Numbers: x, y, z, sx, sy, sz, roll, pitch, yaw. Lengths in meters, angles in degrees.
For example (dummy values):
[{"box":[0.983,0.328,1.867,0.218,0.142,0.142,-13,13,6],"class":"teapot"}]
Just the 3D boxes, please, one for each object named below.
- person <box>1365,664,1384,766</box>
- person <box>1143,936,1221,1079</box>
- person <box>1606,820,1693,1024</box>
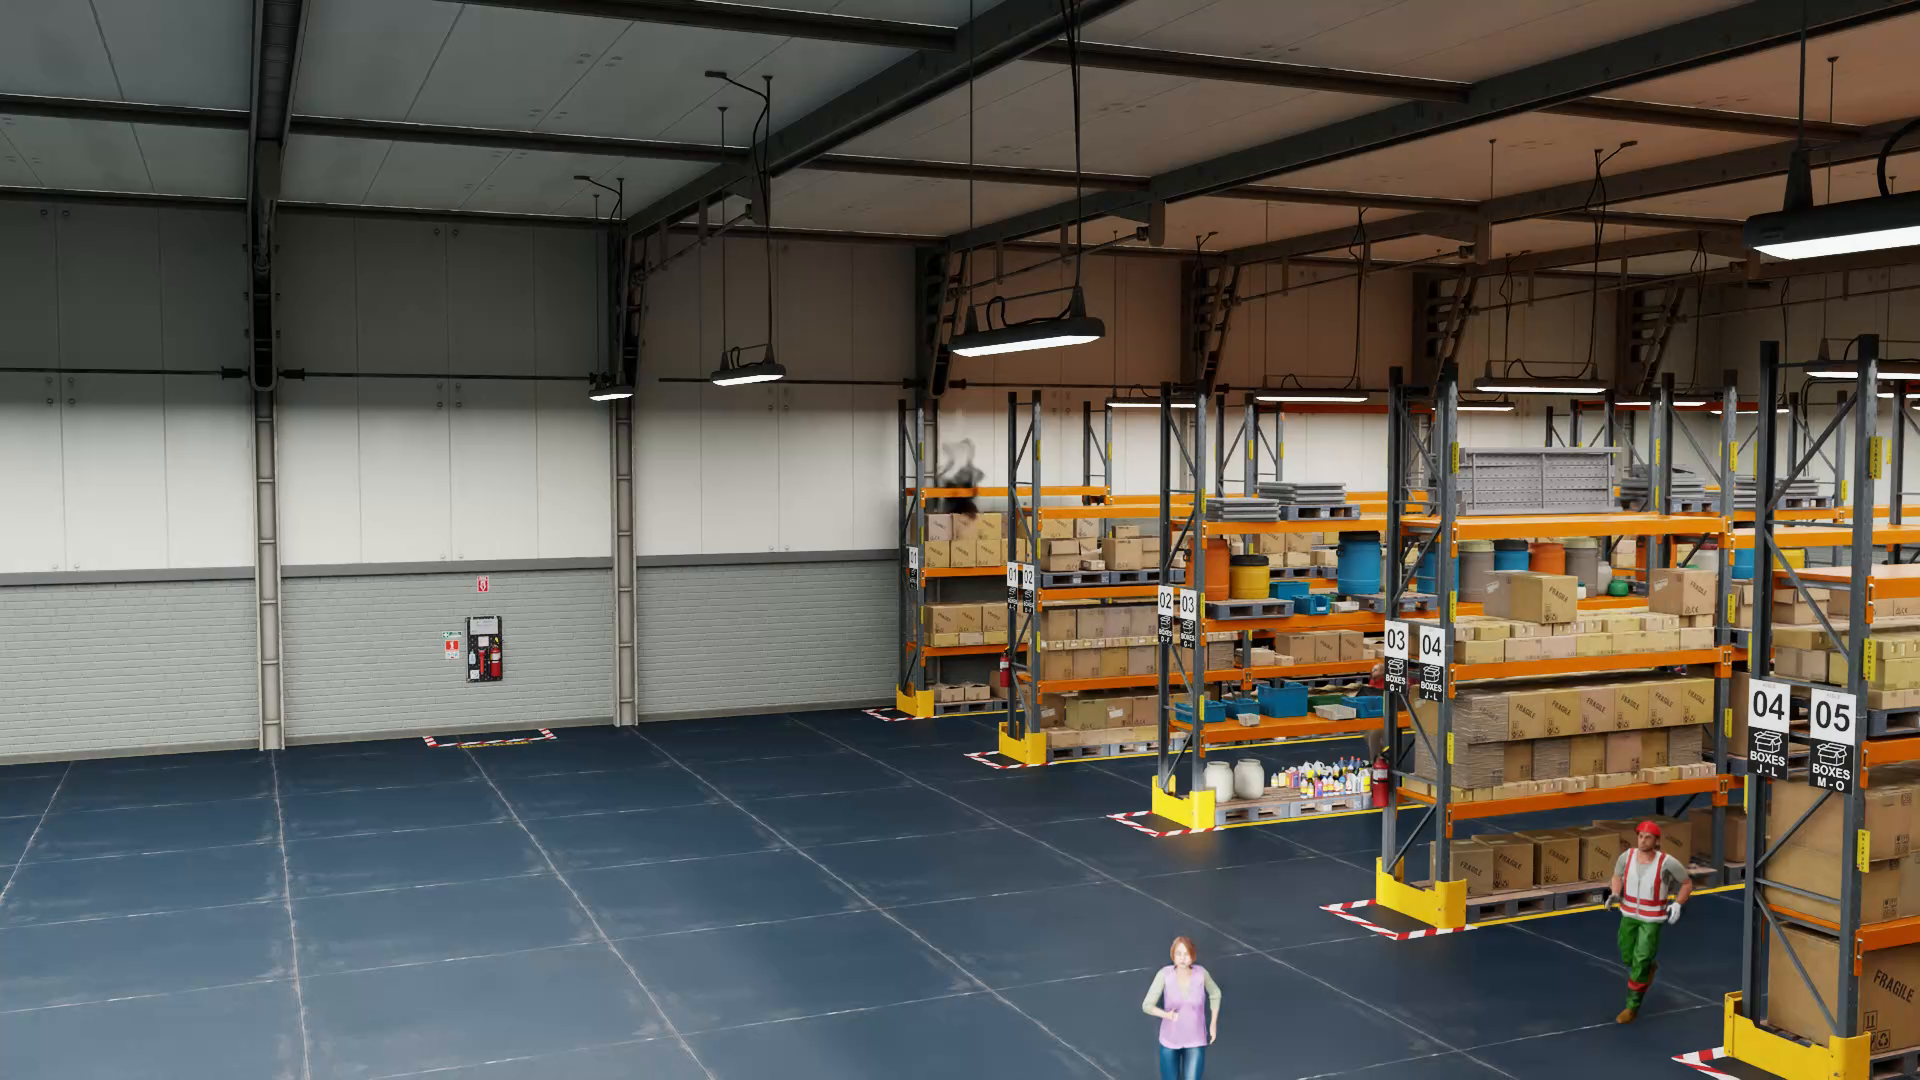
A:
[{"box":[6.623,2.792,26.118,0.726,1.719,0.690,-2,4,-26],"class":"person"},{"box":[1.607,3.640,12.044,0.568,1.587,0.852,0,3,7],"class":"person"},{"box":[6.211,3.414,15.018,0.680,1.785,0.867,3,5,44],"class":"person"}]
